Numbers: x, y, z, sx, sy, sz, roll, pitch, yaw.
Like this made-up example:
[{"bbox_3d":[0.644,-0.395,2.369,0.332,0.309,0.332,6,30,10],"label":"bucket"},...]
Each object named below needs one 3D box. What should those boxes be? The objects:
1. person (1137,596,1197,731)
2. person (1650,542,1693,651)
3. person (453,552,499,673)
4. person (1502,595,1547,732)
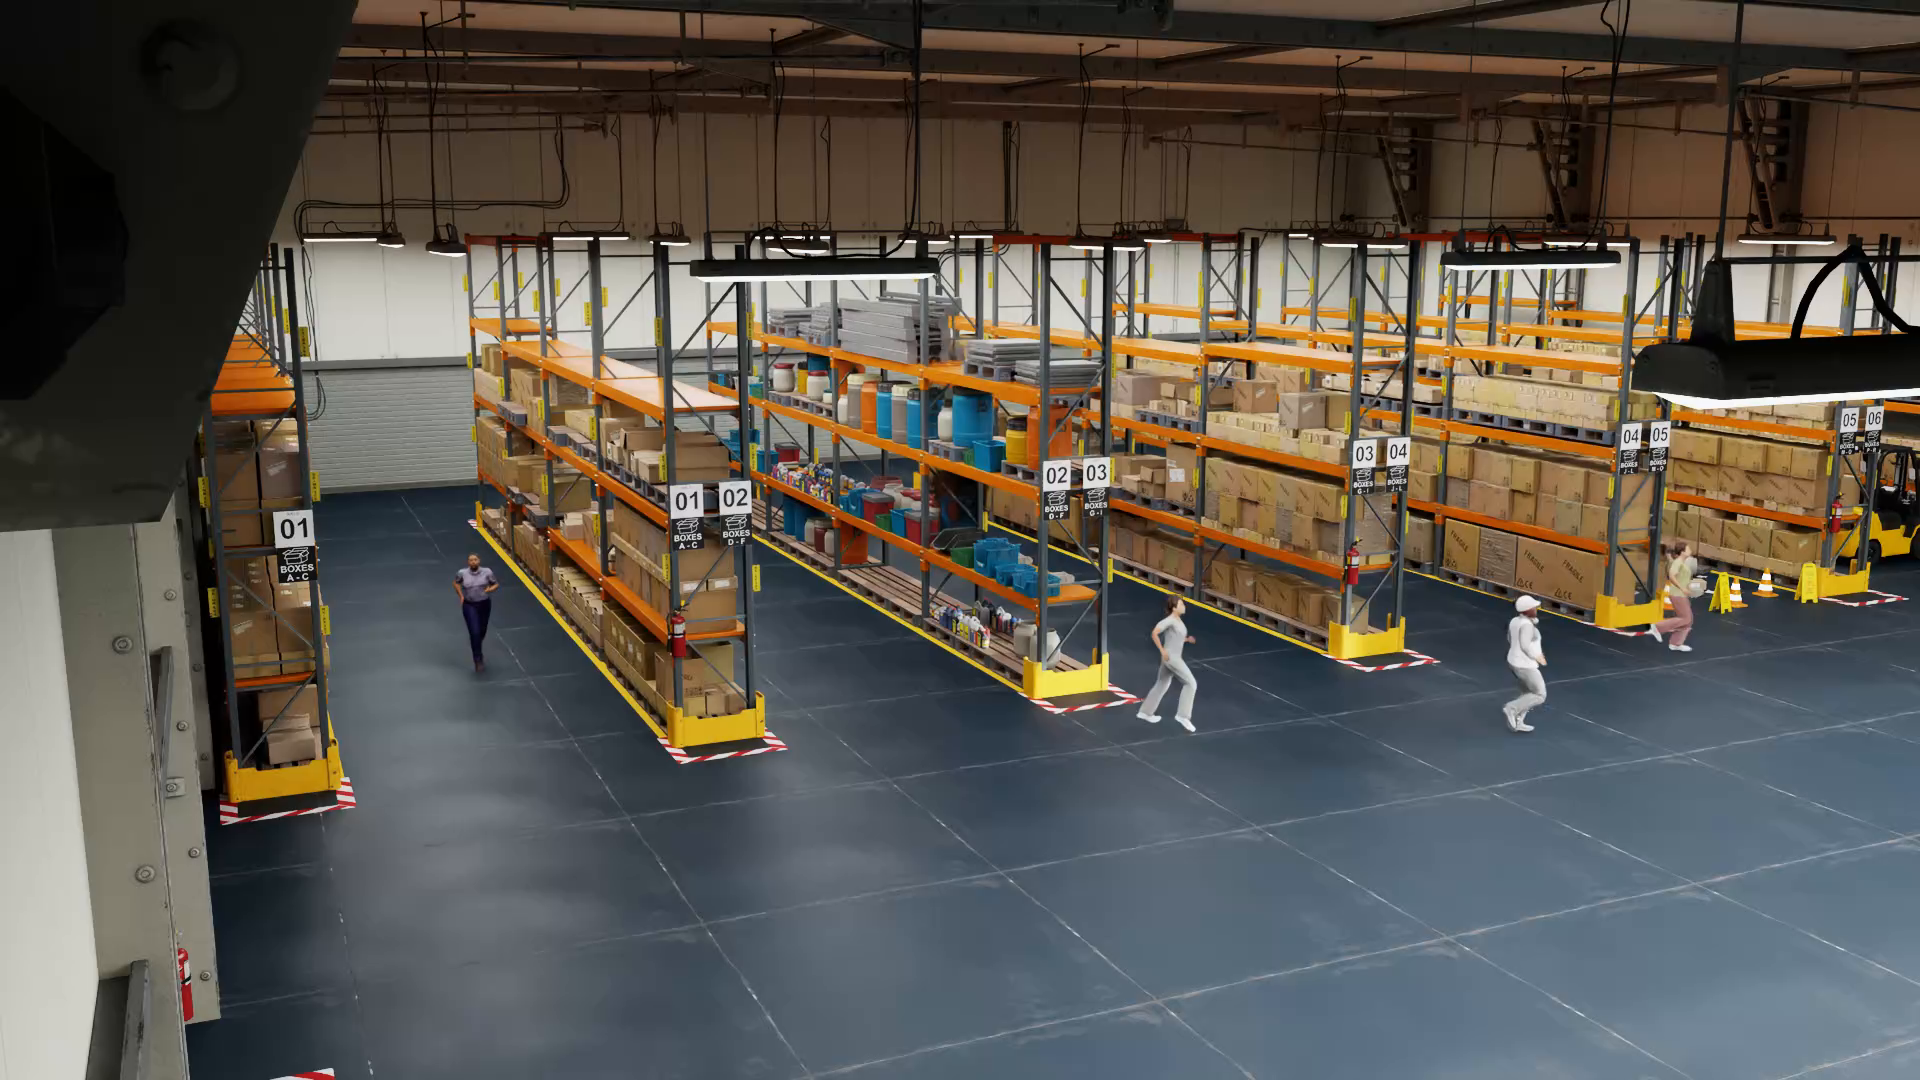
[{"bbox_3d":[2.605,1.523,20.860,0.742,1.694,0.552,2,11,8],"label":"person"},{"bbox_3d":[10.625,0.817,24.720,0.579,1.613,0.612,6,12,27],"label":"person"},{"bbox_3d":[-6.877,0.987,23.746,0.587,1.683,0.849,-6,12,-27],"label":"person"},{"bbox_3d":[7.021,1.535,20.664,0.576,1.726,0.643,-1,11,-3],"label":"person"}]
